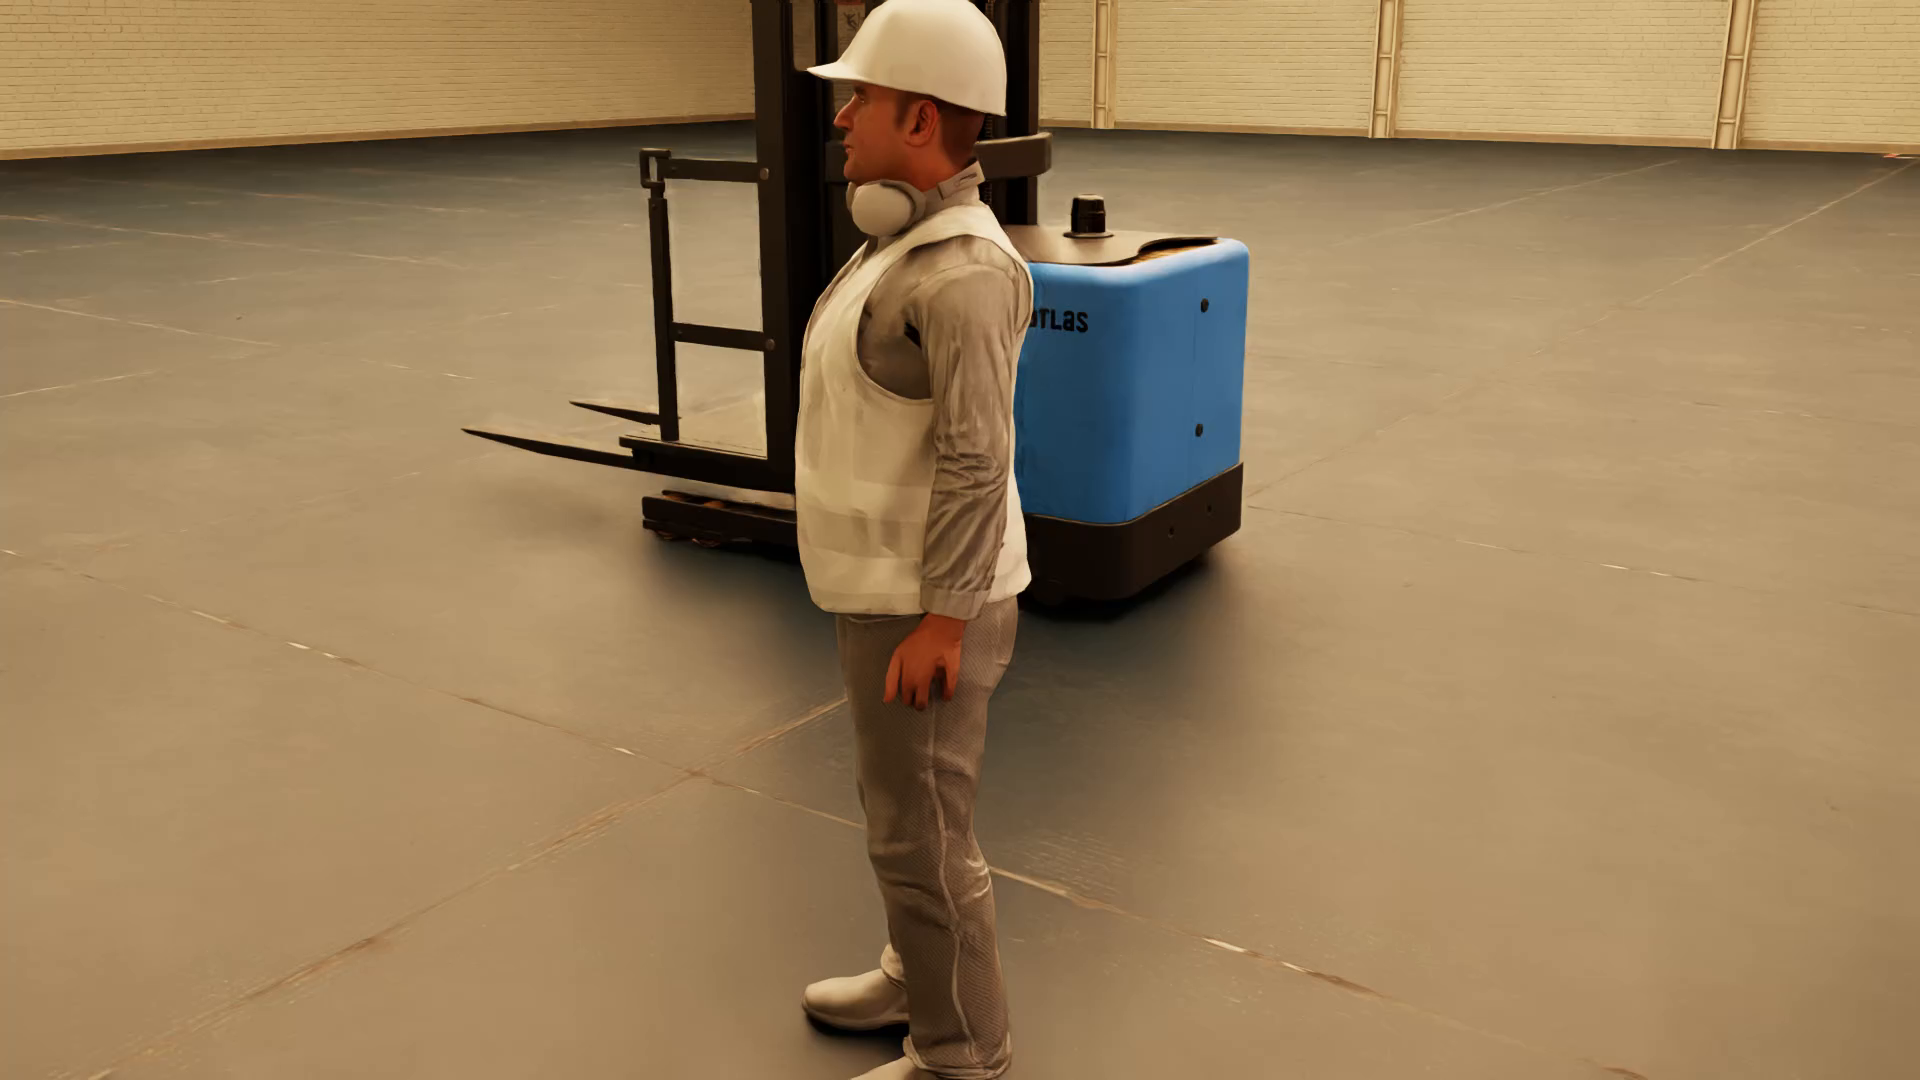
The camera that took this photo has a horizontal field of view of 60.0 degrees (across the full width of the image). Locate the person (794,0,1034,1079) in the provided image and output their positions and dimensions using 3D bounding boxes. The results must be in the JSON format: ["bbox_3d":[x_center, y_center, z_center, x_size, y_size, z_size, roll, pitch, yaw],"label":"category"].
[{"bbox_3d":[-0.082,0.068,2.626,0.361,1.776,0.533,-2,17,-8],"label":"person"}]

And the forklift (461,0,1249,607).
[{"bbox_3d":[-0.539,-1.493,5.826,3.031,2.935,1.130,10,19,30],"label":"forklift"}]
